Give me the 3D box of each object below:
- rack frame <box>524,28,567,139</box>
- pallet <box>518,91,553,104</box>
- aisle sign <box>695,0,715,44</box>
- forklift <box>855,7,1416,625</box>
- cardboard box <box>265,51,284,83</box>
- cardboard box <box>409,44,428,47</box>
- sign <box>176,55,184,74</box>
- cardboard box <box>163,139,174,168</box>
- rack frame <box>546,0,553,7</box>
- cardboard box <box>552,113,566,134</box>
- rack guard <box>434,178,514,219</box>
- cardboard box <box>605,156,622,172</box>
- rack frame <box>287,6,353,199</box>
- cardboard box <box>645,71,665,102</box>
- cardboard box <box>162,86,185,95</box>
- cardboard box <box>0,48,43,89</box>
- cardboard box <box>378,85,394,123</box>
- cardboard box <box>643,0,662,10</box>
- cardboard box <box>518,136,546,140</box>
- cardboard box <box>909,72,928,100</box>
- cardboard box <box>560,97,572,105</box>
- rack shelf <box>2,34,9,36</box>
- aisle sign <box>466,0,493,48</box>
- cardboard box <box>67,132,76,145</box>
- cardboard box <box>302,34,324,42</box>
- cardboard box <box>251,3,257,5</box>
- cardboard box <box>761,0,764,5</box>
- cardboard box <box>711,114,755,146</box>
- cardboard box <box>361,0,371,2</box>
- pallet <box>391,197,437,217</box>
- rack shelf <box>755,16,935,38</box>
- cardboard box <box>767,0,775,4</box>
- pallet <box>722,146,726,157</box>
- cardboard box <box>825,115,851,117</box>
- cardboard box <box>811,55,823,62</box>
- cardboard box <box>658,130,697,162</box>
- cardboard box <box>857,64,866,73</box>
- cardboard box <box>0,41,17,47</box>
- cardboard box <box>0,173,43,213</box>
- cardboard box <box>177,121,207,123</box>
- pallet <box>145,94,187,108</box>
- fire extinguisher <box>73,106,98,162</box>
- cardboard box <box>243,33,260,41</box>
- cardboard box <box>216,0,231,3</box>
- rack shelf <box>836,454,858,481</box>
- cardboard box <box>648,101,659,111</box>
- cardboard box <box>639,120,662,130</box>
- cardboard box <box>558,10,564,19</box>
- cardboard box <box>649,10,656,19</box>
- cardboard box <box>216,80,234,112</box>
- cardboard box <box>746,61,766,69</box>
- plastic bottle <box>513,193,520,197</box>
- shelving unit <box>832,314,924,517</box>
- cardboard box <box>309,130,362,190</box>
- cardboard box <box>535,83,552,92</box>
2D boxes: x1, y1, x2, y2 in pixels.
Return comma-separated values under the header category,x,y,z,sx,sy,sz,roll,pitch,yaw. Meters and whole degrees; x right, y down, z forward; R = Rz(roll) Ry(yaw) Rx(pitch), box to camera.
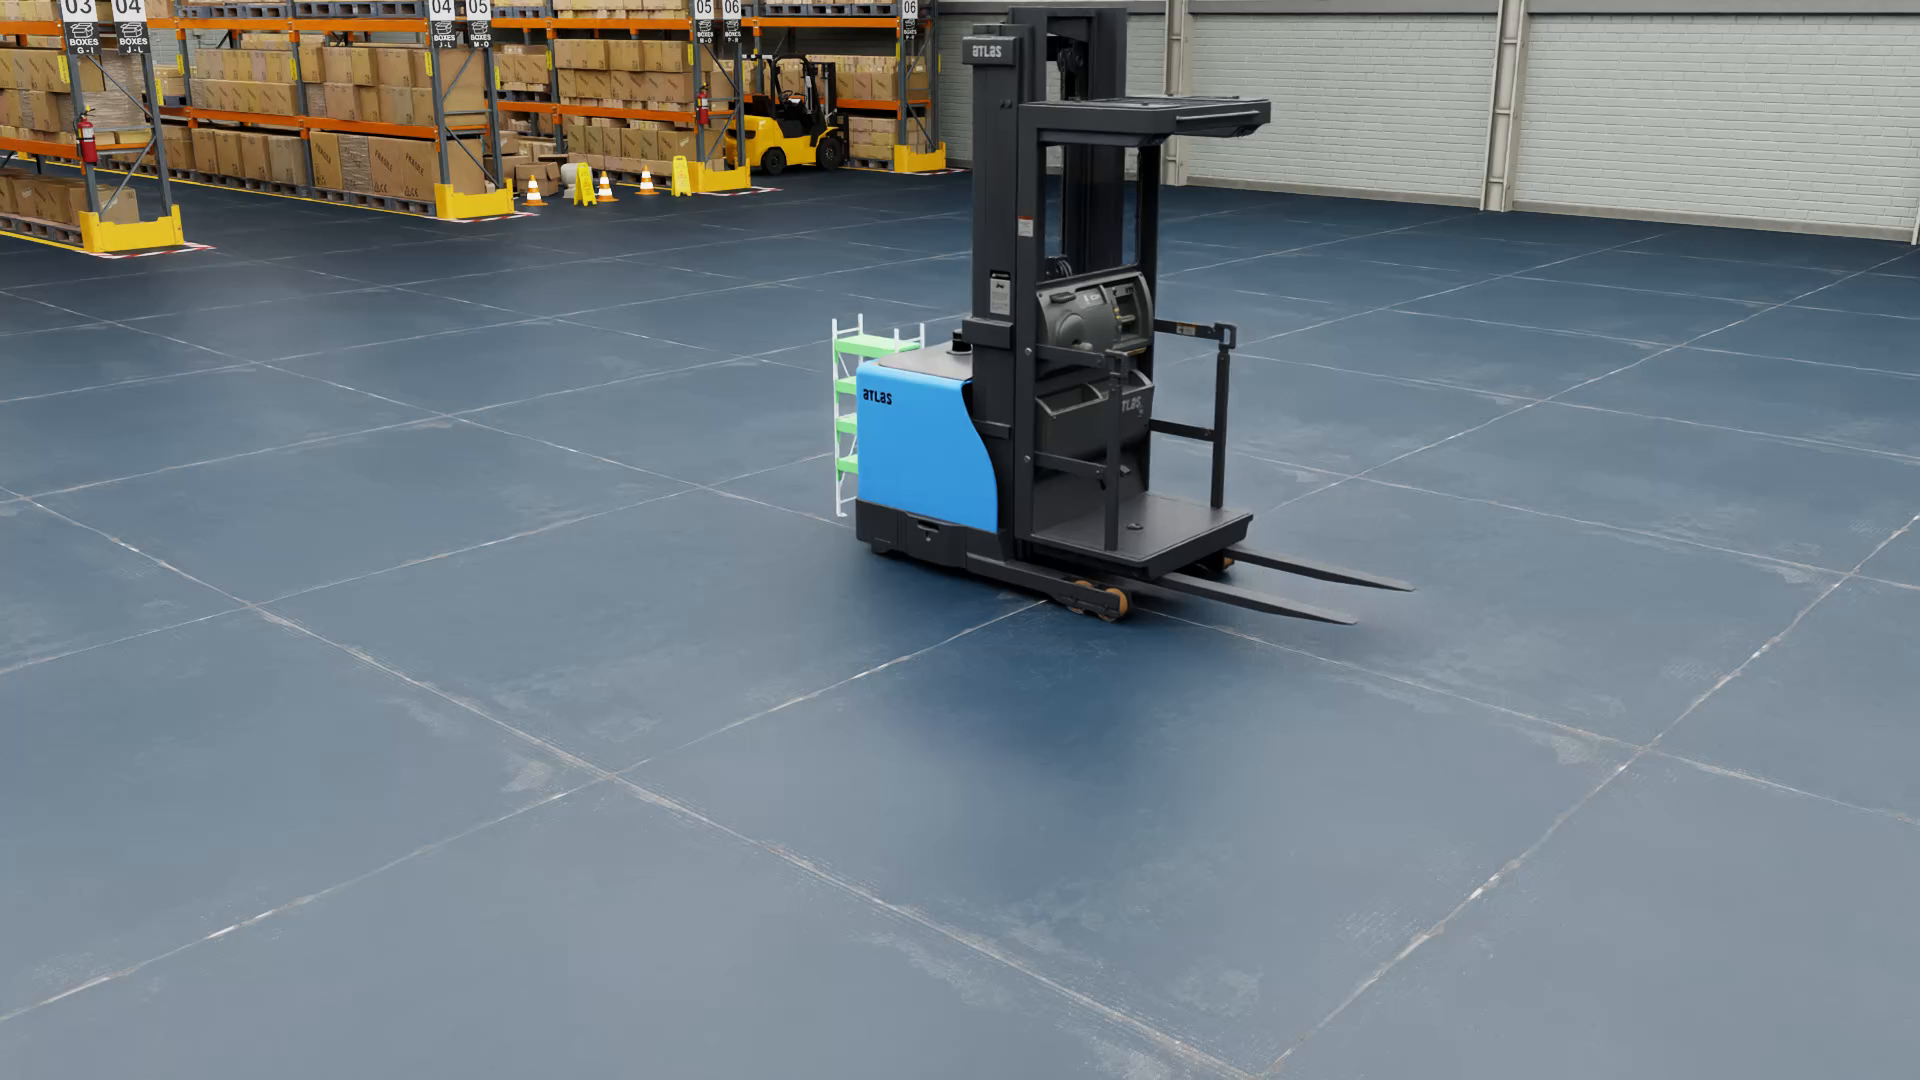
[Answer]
category,x,y,z,sx,sy,sz,roll,pitch,yaw
rack frame,-9.762,-10.992,39.289,0.127,3.000,1.000,15,23,39
pallet,-7.546,-8.357,31.303,1.213,0.211,1.003,15,23,39
aisle sign,-4.225,-8.620,27.517,0.004,0.787,0.394,15,23,39
forklift,0.864,-1.169,8.449,3.031,2.935,1.130,14,23,38
cardboard box,-11.042,-7.847,27.561,0.500,0.500,0.700,15,23,38
cardboard box,-10.623,-9.634,33.191,0.500,0.500,0.500,14,23,38
sign,-13.626,-8.314,29.068,0.005,0.325,0.100,15,23,39
cardboard box,-14.324,-7.112,30.500,0.500,0.500,0.500,16,24,41
rack frame,-7.071,-11.122,29.779,0.127,3.000,1.000,15,23,39
cardboard box,-9.145,-9.748,38.807,0.500,0.500,0.500,15,23,39
rack guard,-7.271,-5.122,24.926,0.348,0.500,1.175,15,23,39
cardboard box,-6.003,-6.762,29.810,0.500,0.250,0.500,15,23,39
rack frame,-10.281,-7.122,27.094,0.127,3.000,1.000,15,23,39
cardboard box,-5.039,-7.797,28.563,0.500,0.500,0.500,15,23,39
cardboard box,-13.947,-8.000,29.583,0.250,0.149,0.380,16,23,40
cardboard box,-12.351,-6.240,22.004,0.500,0.500,0.500,15,23,39
cardboard box,-8.358,-6.701,25.519,0.550,0.550,0.875,15,23,39
cardboard box,-5.007,-9.105,28.140,0.500,0.250,0.500,15,23,39
cardboard box,-8.526,-7.597,32.242,0.625,0.372,0.950,16,24,41
cardboard box,-0.973,-8.793,32.193,0.500,0.500,0.500,16,24,41
cardboard box,-7.048,-8.006,30.296,0.250,0.149,0.380,15,23,39
rack shelf,-17.760,-10.217,33.075,4.000,0.370,1.077,15,23,39
aisle sign,-7.037,-7.611,24.339,0.004,0.787,0.394,15,23,39
cardboard box,-11.194,-5.158,21.321,0.250,0.149,0.380,15,23,39
cardboard box,-14.002,-10.868,36.008,0.250,0.149,0.380,15,23,39
cardboard box,-15.650,-12.208,37.548,0.500,0.250,0.500,13,21,34
cardboard box,-4.283,-11.158,34.410,0.250,0.149,0.380,15,23,39
cardboard box,-4.752,-8.714,35.342,0.625,0.625,0.875,15,23,39
cardboard box,-8.713,-8.122,24.841,0.250,0.149,0.380,15,23,40
pallet,-7.939,-5.132,25.435,1.213,0.211,1.003,15,23,39
rack shelf,-2.283,-10.071,32.617,4.000,0.370,1.077,15,23,39
cardboard box,-3.645,-10.785,33.233,0.250,0.149,0.380,16,23,40
pallet,-4.356,-8.196,35.087,1.213,0.211,1.003,15,23,39
cardboard box,-2.482,-8.274,32.924,0.500,0.250,0.500,14,23,38
cardboard box,-2.721,-9.513,32.897,0.250,0.149,0.380,15,23,39
cardboard box,-4.851,-6.808,28.716,0.500,0.500,0.500,15,23,40
cardboard box,-1.774,-9.109,32.116,0.250,0.149,0.380,15,23,39
cardboard box,-14.150,-6.697,24.070,1.000,1.000,1.000,15,23,40
cardboard box,-13.376,-4.939,23.655,0.500,0.500,0.500,14,22,38
cardboard box,-14.369,-7.688,31.077,0.500,0.250,0.500,15,23,40
pallet,-13.876,-7.953,30.028,1.003,0.211,1.213,15,23,39
fire extinguisher,-10.877,-5.053,20.702,0.183,0.674,0.296,15,23,39
cardboard box,-15.964,-11.371,37.592,0.250,0.149,0.380,16,23,40
cardboard box,-12.118,-9.161,27.849,0.500,0.311,0.500,15,23,38
rack shelf,-0.476,-0.405,9.910,0.480,0.148,0.258,14,23,38
cardboard box,-5.154,-7.493,28.678,0.250,0.149,0.380,16,23,40
cardboard box,-5.356,-7.227,28.963,0.250,0.149,0.380,16,23,40
cardboard box,-7.000,-9.453,29.895,0.250,0.149,0.380,15,23,38
cardboard box,-5.061,-8.947,28.301,0.250,0.149,0.380,15,23,40
cardboard box,-12.357,-7.619,28.494,0.500,0.500,0.500,15,23,39
cardboard box,-4.182,-9.761,34.172,0.250,0.149,0.380,16,24,41
plastic bottle,-7.425,-5.708,27.495,0.283,0.061,0.133,7,19,21
shelving unit,-0.476,-0.695,9.818,0.503,1.200,0.258,14,23,38
cardboard box,-9.857,-6.167,26.904,0.875,0.875,0.875,15,23,40
cardboard box,-7.639,-8.383,30.790,0.250,0.149,0.380,15,23,40
